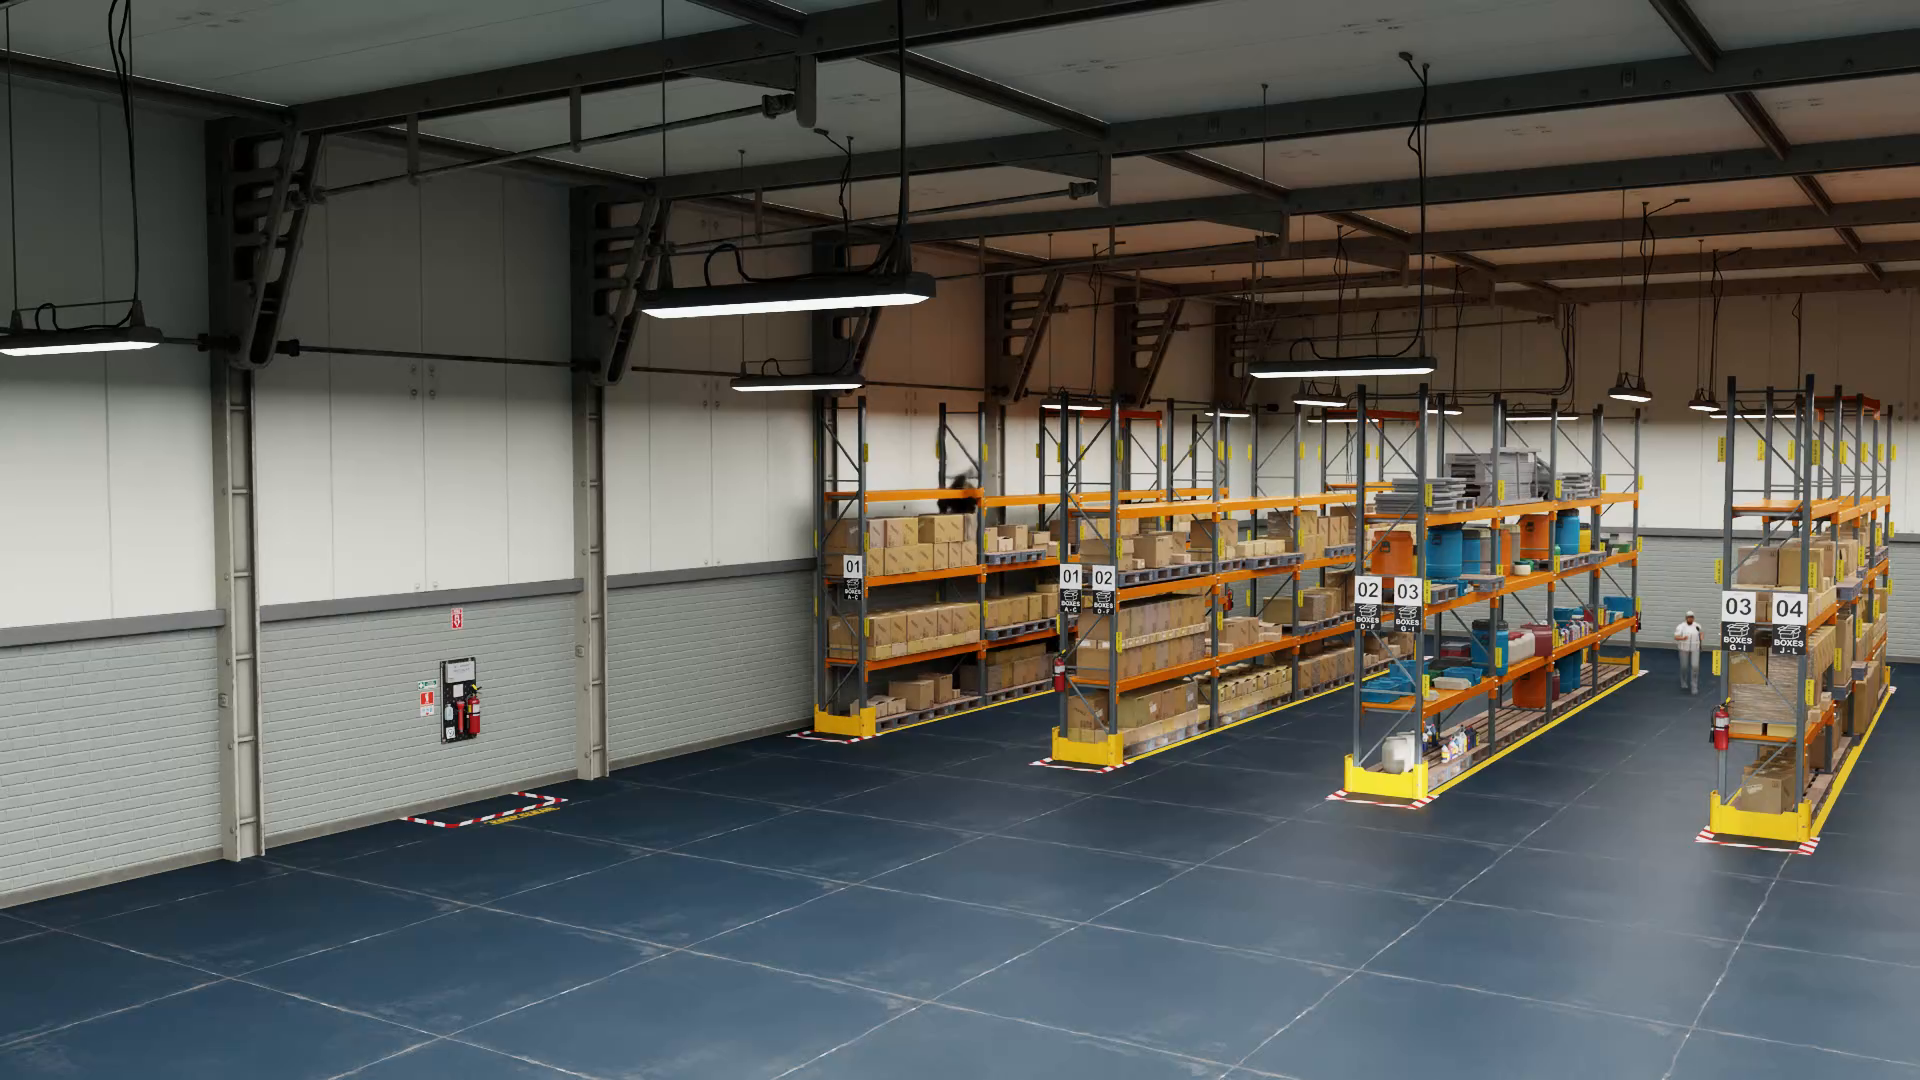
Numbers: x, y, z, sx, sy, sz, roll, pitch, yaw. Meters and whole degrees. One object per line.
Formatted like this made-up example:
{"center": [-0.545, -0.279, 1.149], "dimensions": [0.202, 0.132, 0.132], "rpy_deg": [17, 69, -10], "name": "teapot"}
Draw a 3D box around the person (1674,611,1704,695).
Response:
{"center": [15.237, 2.329, 34.755], "dimensions": [0.598, 1.691, 0.874], "rpy_deg": [1, 3, 18], "name": "person"}
